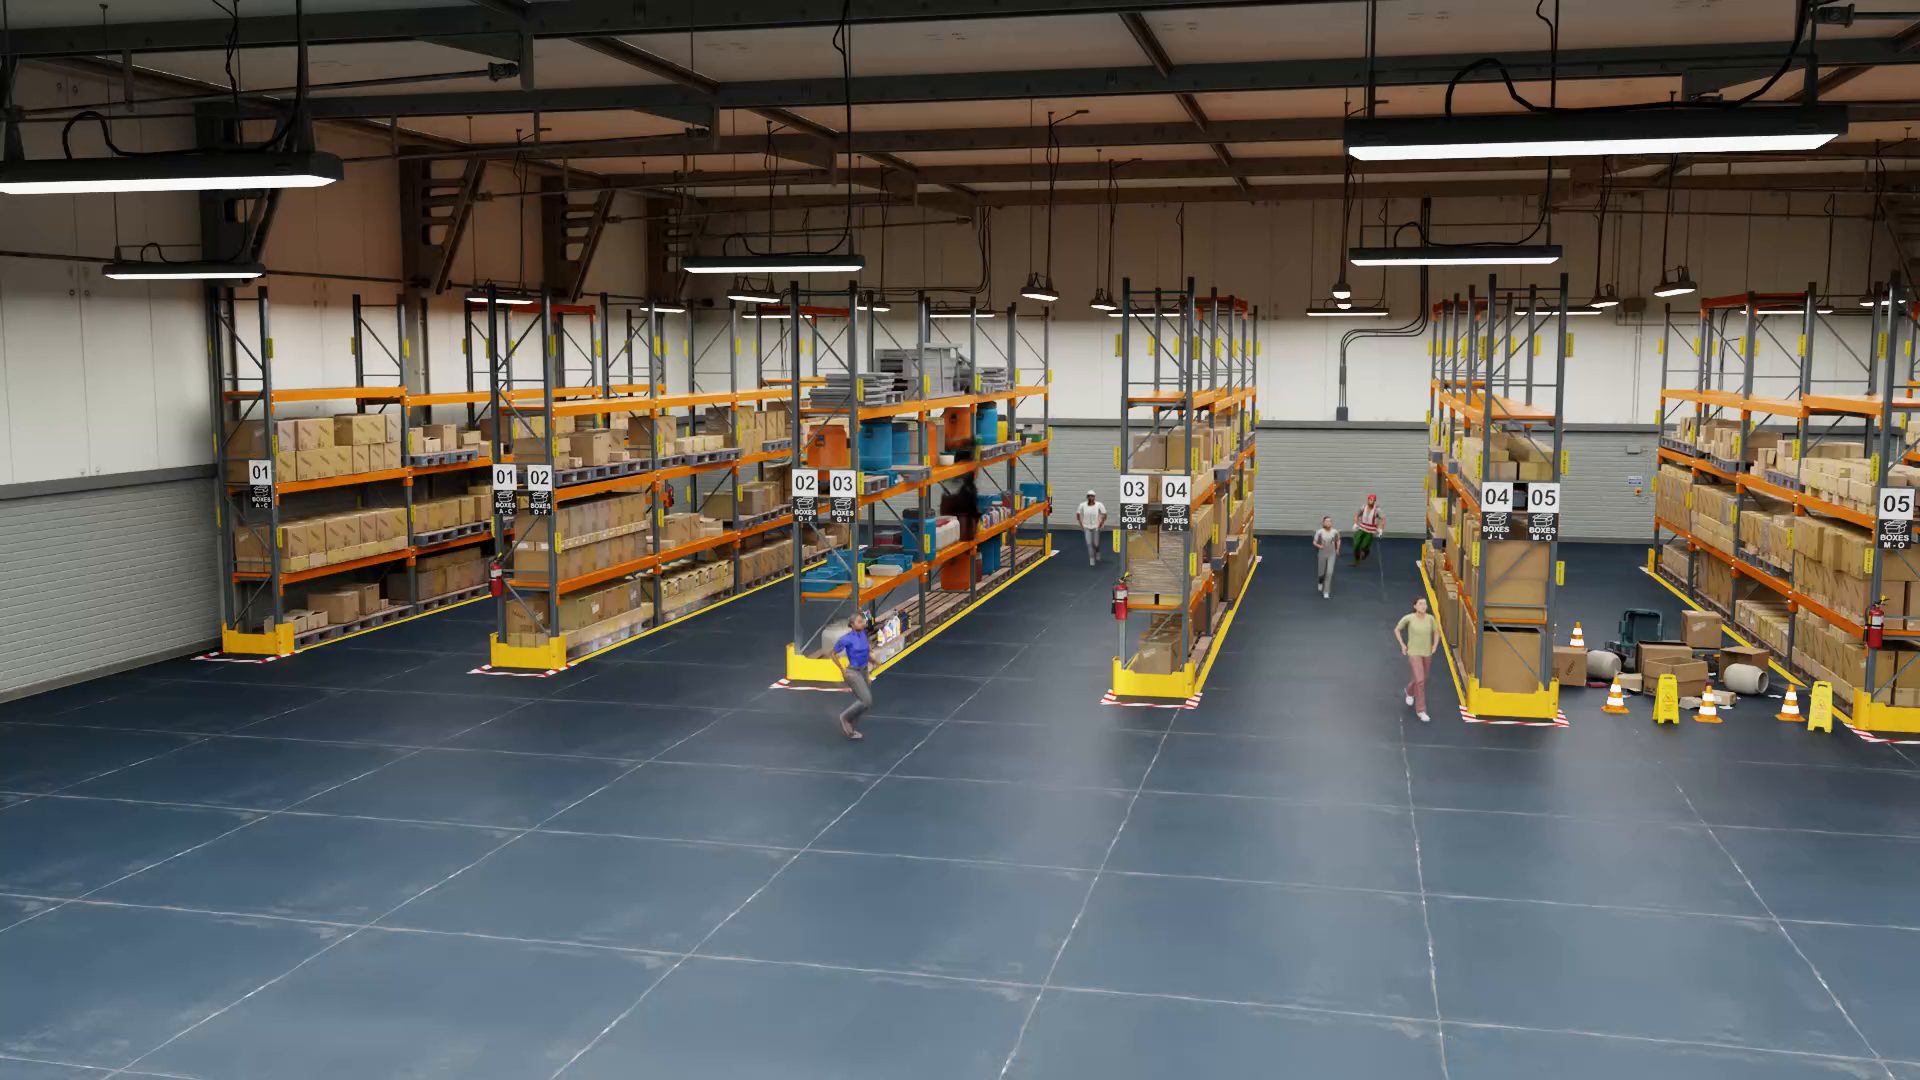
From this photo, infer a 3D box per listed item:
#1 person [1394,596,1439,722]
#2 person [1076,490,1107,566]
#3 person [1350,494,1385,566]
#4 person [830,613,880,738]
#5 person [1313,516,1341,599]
[{"bbox_3d":[6.258,1.581,22.759,0.587,1.682,0.872,-1,7,-7],"label":"person"},{"bbox_3d":[3.046,-0.291,38.669,0.712,1.739,0.658,1,7,10],"label":"person"},{"bbox_3d":[9.429,-0.233,38.353,0.718,1.677,0.582,5,8,34],"label":"person"},{"bbox_3d":[-1.283,1.799,21.332,0.577,1.517,0.558,4,8,32],"label":"person"},{"bbox_3d":[7.404,0.329,33.568,0.570,1.641,0.772,1,7,6],"label":"person"}]
